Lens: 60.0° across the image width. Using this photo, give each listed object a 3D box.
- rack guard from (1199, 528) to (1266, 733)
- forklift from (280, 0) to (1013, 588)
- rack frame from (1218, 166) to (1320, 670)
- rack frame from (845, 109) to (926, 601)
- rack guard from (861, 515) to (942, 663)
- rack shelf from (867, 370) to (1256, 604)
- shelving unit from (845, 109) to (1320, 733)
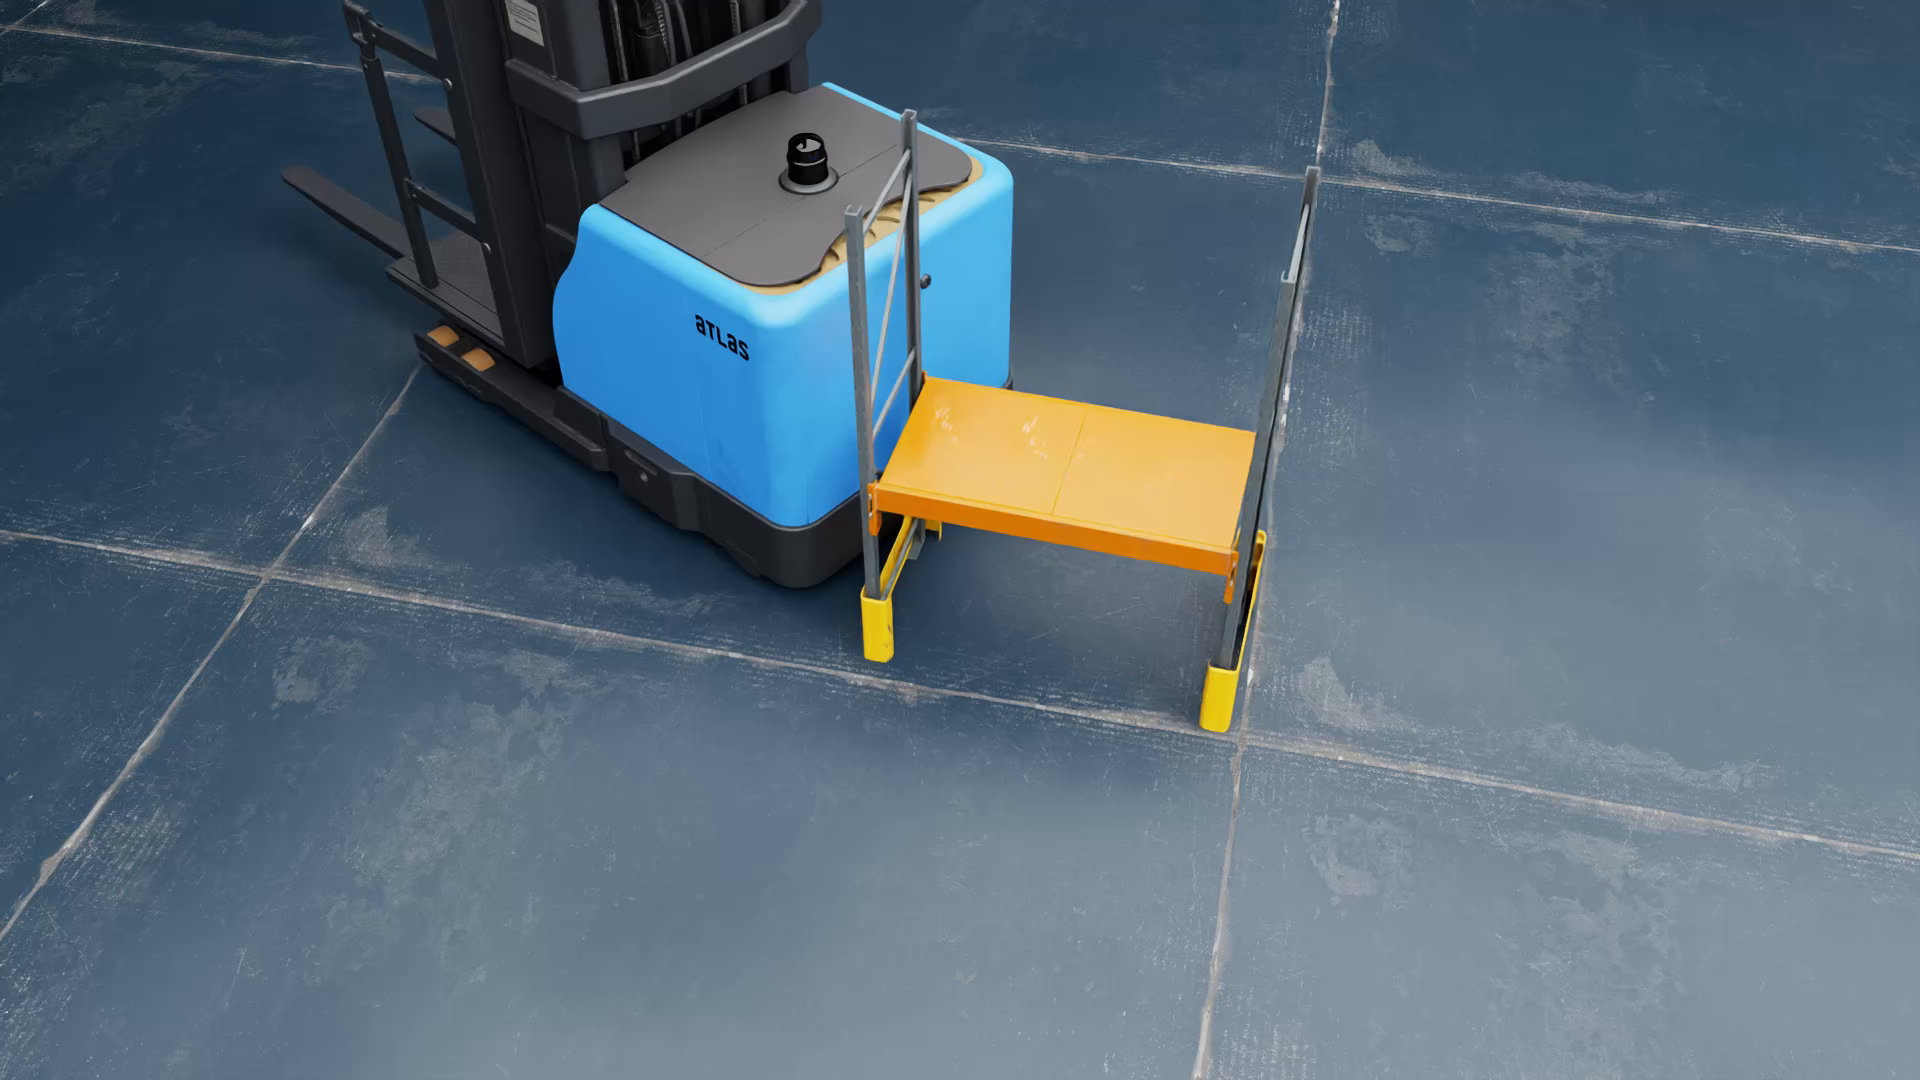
[{"bbox_3d":[0.790,0.253,4.807,0.087,0.250,0.587,11,45,11],"label":"rack guard"},{"bbox_3d":[-1.266,-1.796,5.002,3.031,2.935,1.130,31,52,28],"label":"forklift"},{"bbox_3d":[0.791,-0.197,4.373,0.032,1.500,0.500,11,45,11],"label":"rack frame"},{"bbox_3d":[-0.189,-0.384,4.568,0.032,1.500,0.500,11,45,11],"label":"rack frame"},{"bbox_3d":[-0.170,0.070,4.997,0.087,0.250,0.587,11,45,11],"label":"rack guard"},{"bbox_3d":[0.301,-0.161,4.595,1.000,0.185,0.538,11,45,11],"label":"rack shelf"},{"bbox_3d":[0.310,-0.289,4.469,1.083,1.500,0.587,11,45,11],"label":"shelving unit"}]
